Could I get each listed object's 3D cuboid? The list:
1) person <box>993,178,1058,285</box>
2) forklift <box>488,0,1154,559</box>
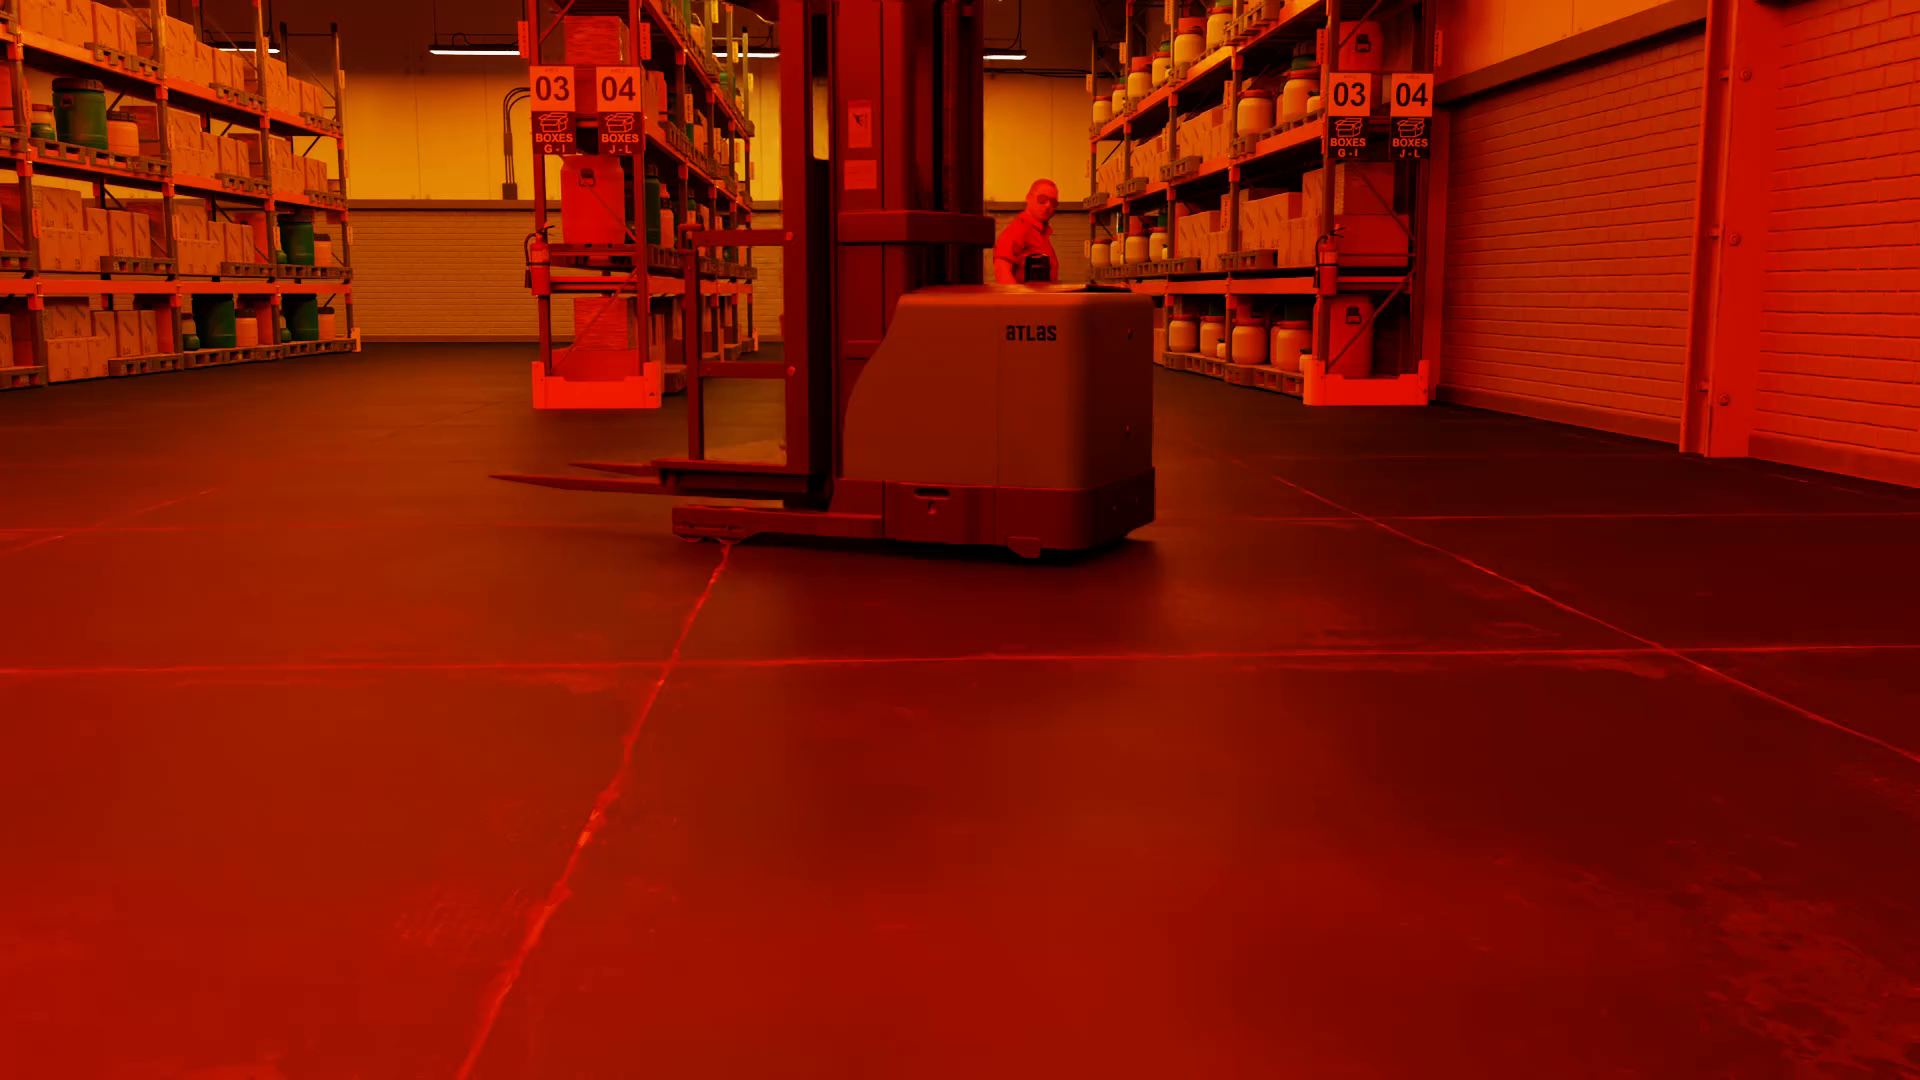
[{"bbox_3d":[0.473,-1.184,9.454,0.504,1.713,0.747,1,9,10],"label":"person"},{"bbox_3d":[-0.703,-1.492,7.379,3.031,2.935,1.130,4,9,23],"label":"forklift"}]
